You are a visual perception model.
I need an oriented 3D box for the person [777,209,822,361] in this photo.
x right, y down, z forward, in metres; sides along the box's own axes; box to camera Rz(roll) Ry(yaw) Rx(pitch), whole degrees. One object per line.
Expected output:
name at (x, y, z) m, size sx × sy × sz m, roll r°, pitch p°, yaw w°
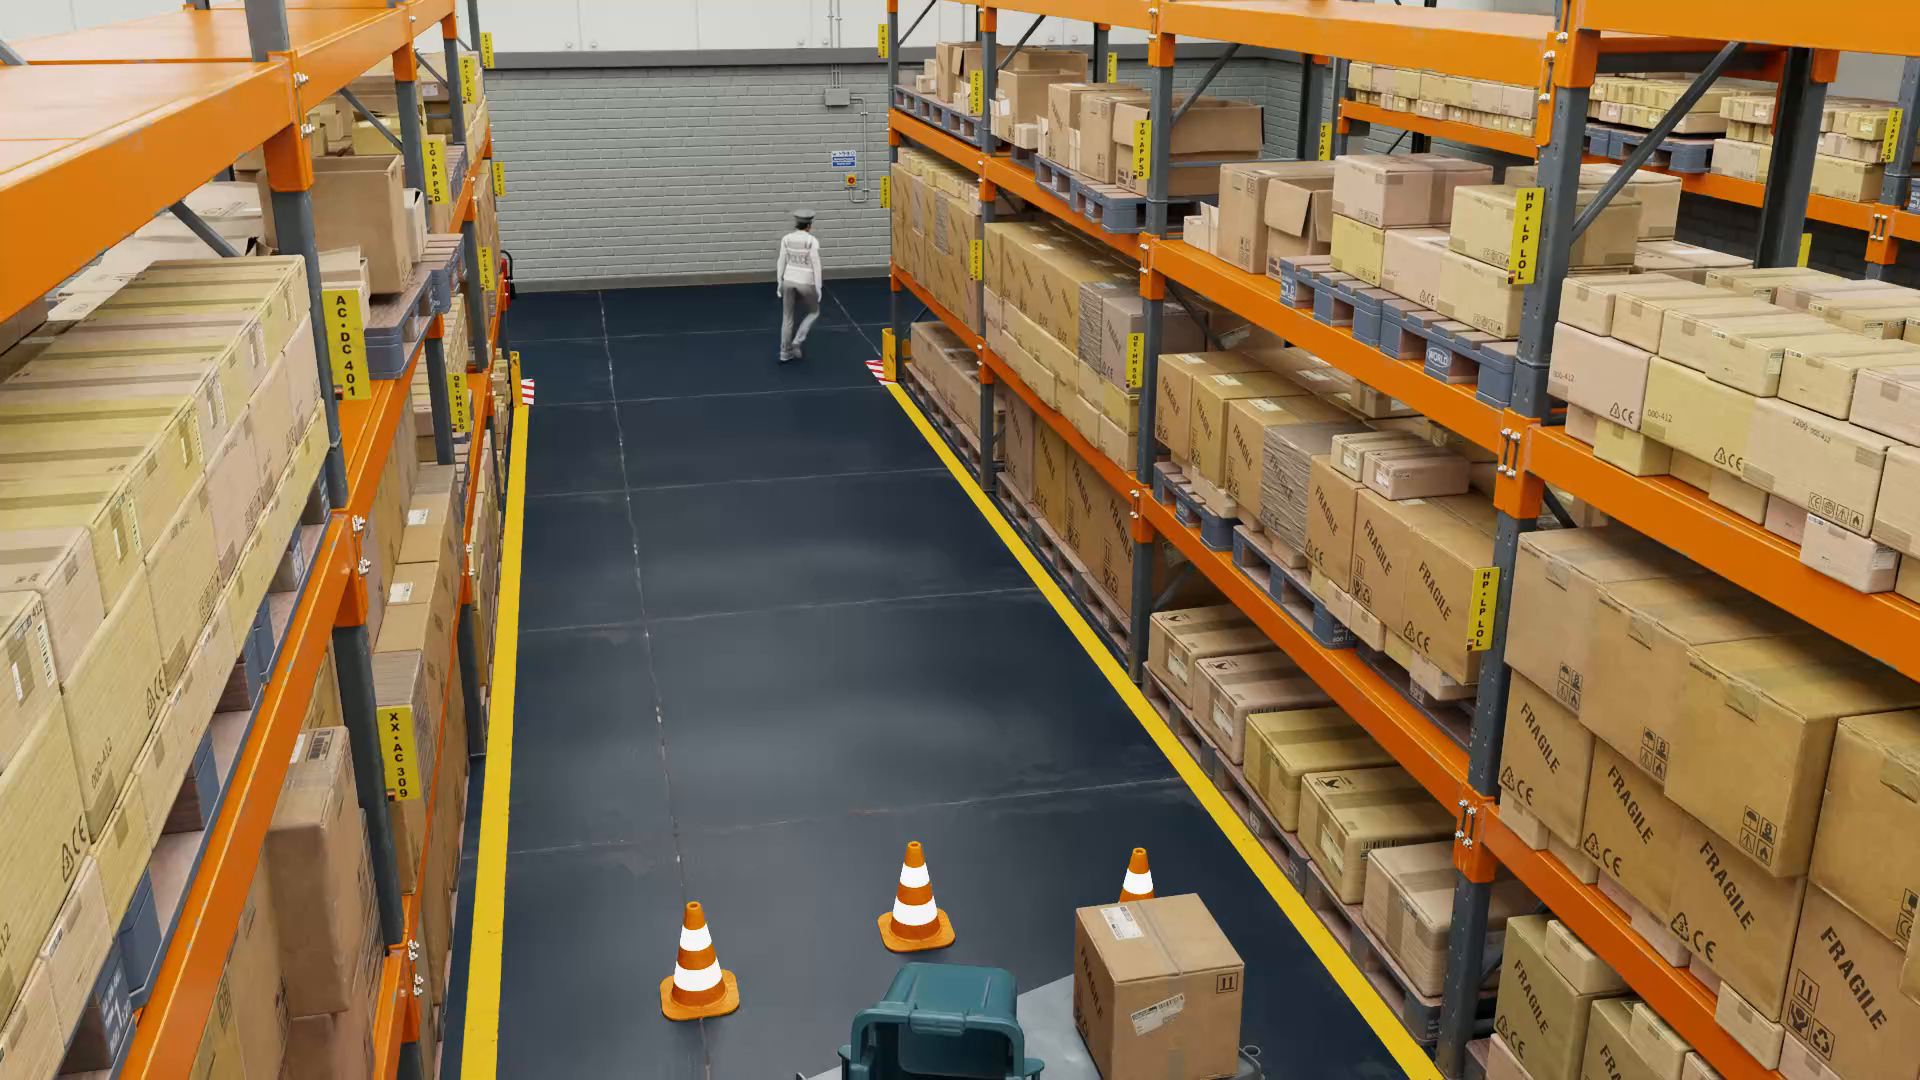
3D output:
person at (-1.765, -2.803, 18.325) m, size 0.553 × 1.644 × 0.420 m, roll 4°, pitch 20°, yaw 11°
